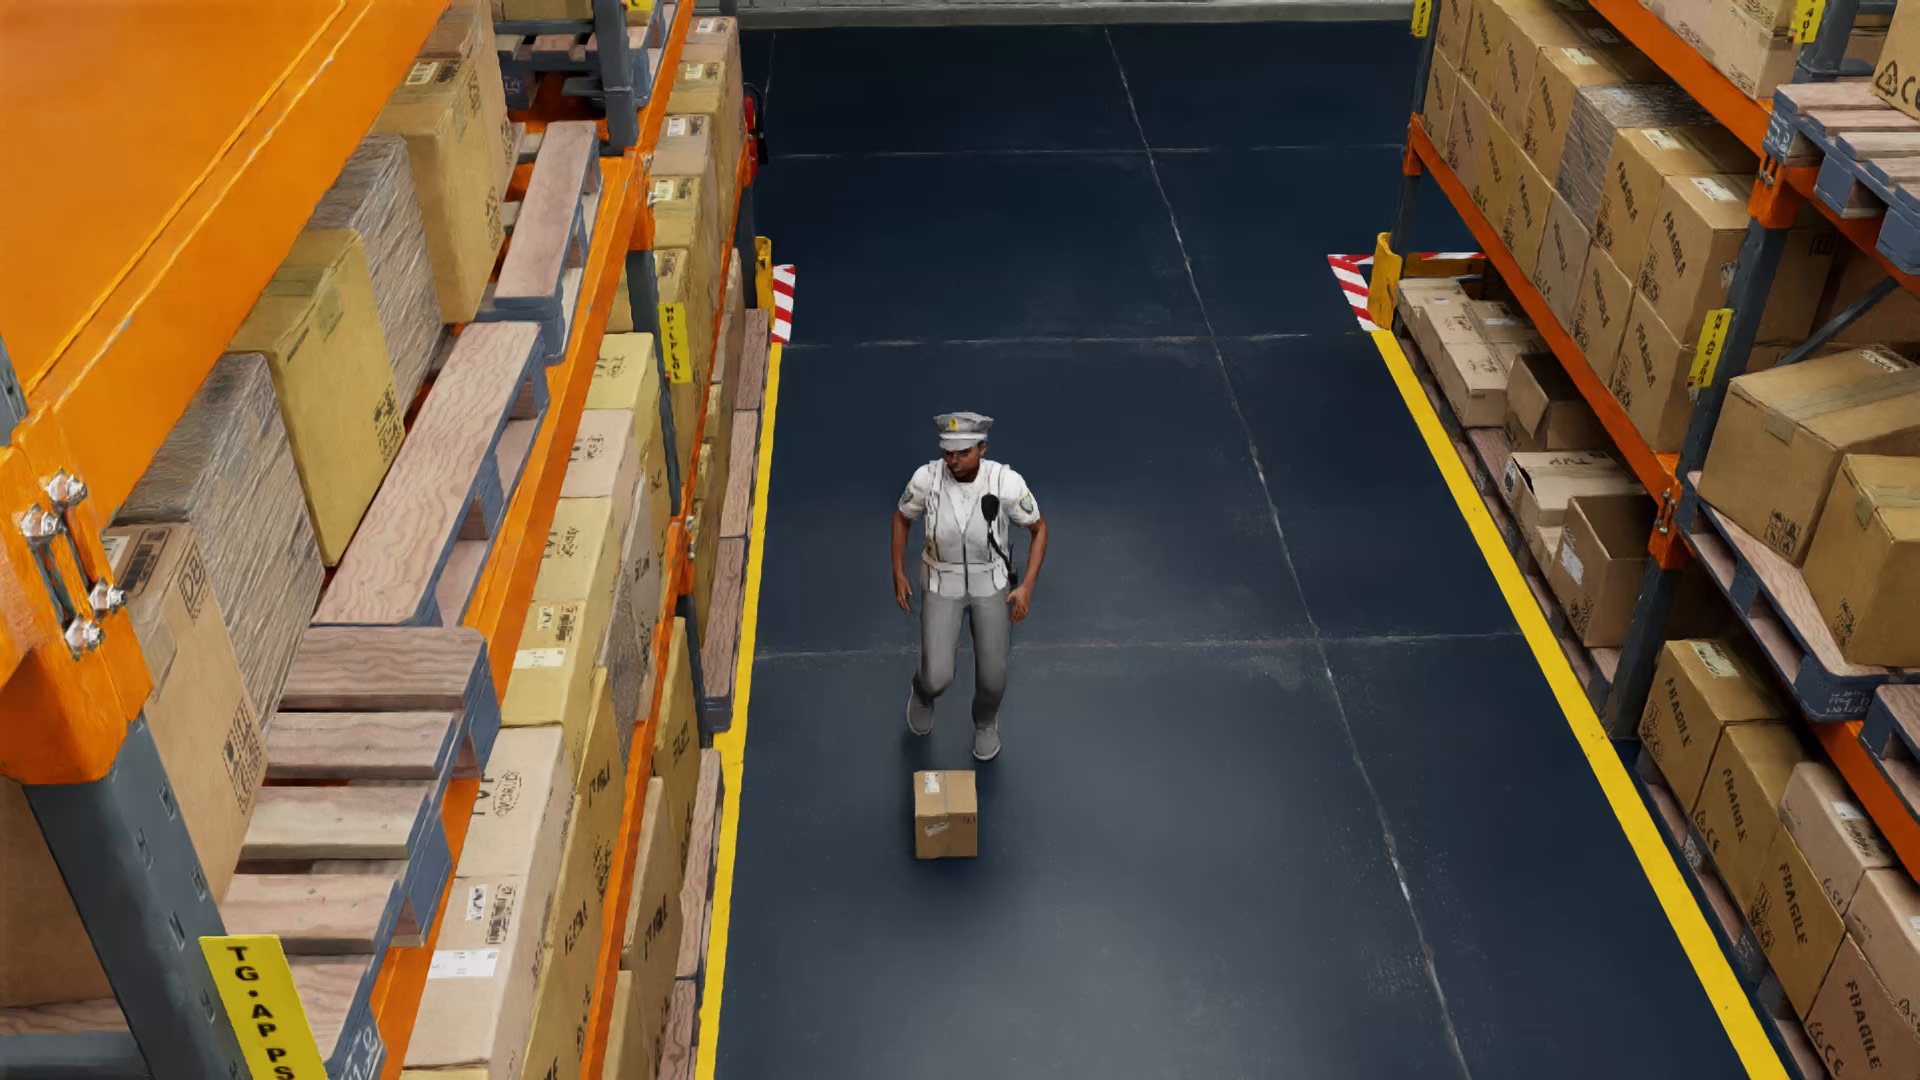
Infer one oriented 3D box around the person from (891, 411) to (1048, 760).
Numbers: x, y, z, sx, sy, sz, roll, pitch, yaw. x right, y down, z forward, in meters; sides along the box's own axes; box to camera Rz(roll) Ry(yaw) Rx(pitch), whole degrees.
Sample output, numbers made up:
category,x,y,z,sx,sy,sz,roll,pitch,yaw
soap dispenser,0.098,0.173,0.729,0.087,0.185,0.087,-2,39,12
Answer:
category,x,y,z,sx,sy,sz,roll,pitch,yaw
person,0.024,0.212,6.840,0.608,1.659,0.467,-1,35,-1
